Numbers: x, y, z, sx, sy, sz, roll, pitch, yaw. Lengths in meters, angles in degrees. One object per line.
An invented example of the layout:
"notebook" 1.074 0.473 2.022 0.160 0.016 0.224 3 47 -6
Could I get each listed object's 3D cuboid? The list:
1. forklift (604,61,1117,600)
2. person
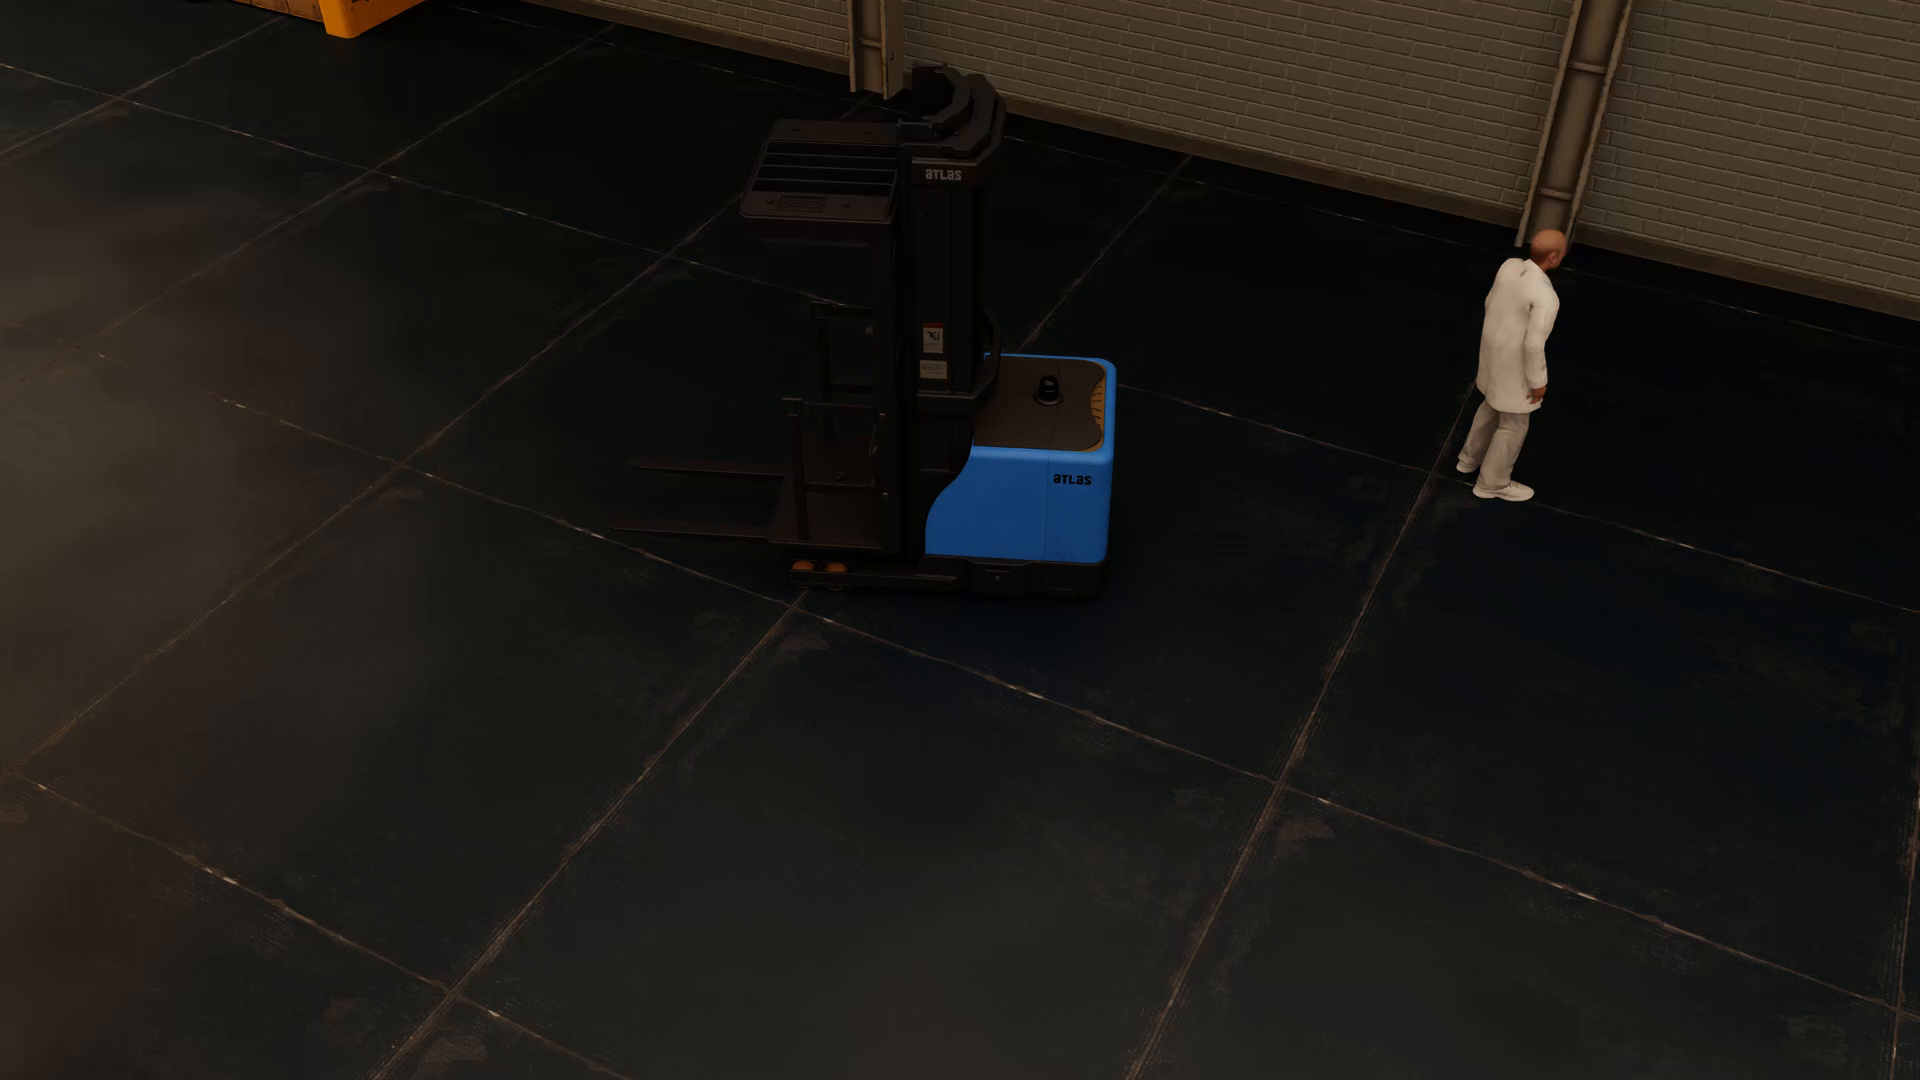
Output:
"forklift" -0.606 -1.157 9.360 3.031 2.935 1.130 3 40 4
"person" 3.394 -1.094 10.184 0.436 1.773 0.650 -8 41 -9
